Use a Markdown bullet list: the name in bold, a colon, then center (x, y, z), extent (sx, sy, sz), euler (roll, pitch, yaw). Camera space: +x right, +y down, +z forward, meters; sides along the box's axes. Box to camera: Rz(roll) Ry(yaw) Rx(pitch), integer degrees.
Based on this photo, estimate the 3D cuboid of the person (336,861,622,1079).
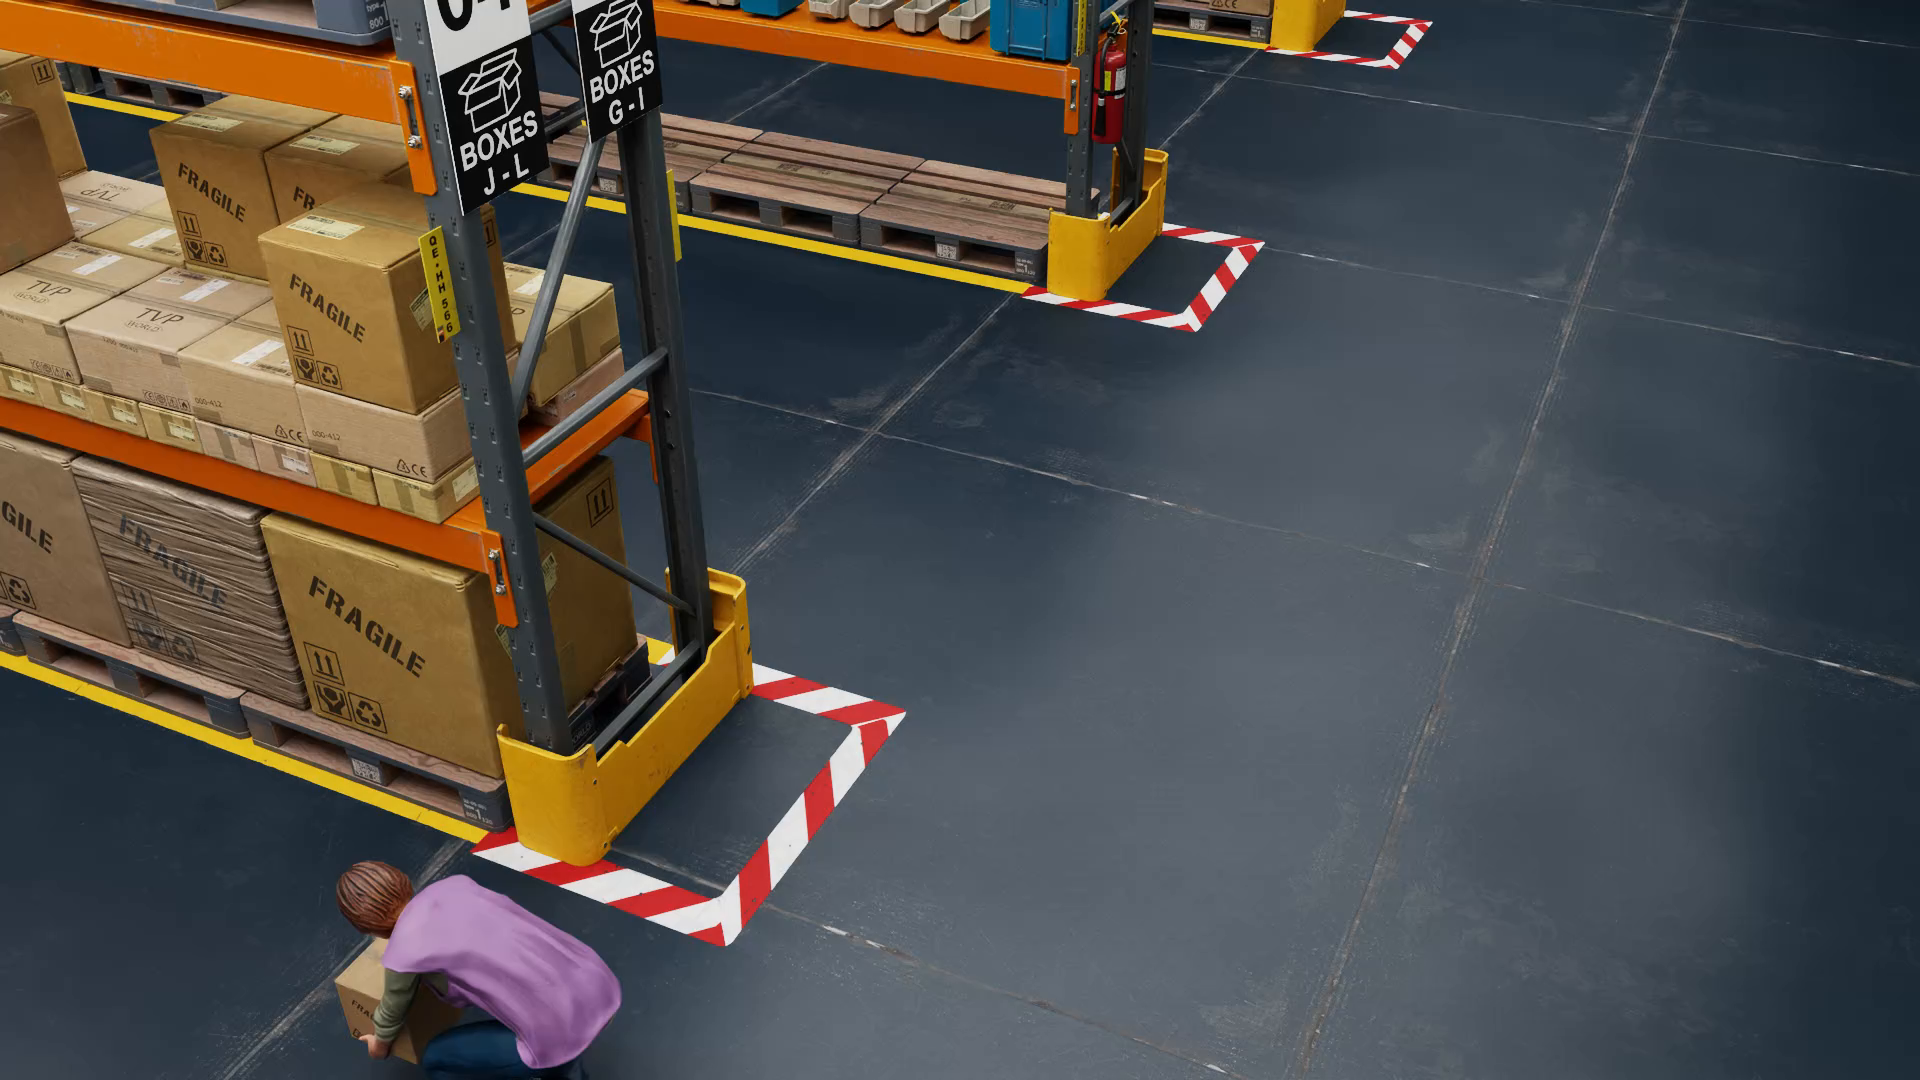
- **person**: center (-1.367, 1.348, 4.794), extent (0.841, 0.894, 0.423), euler (13, 36, 19)
